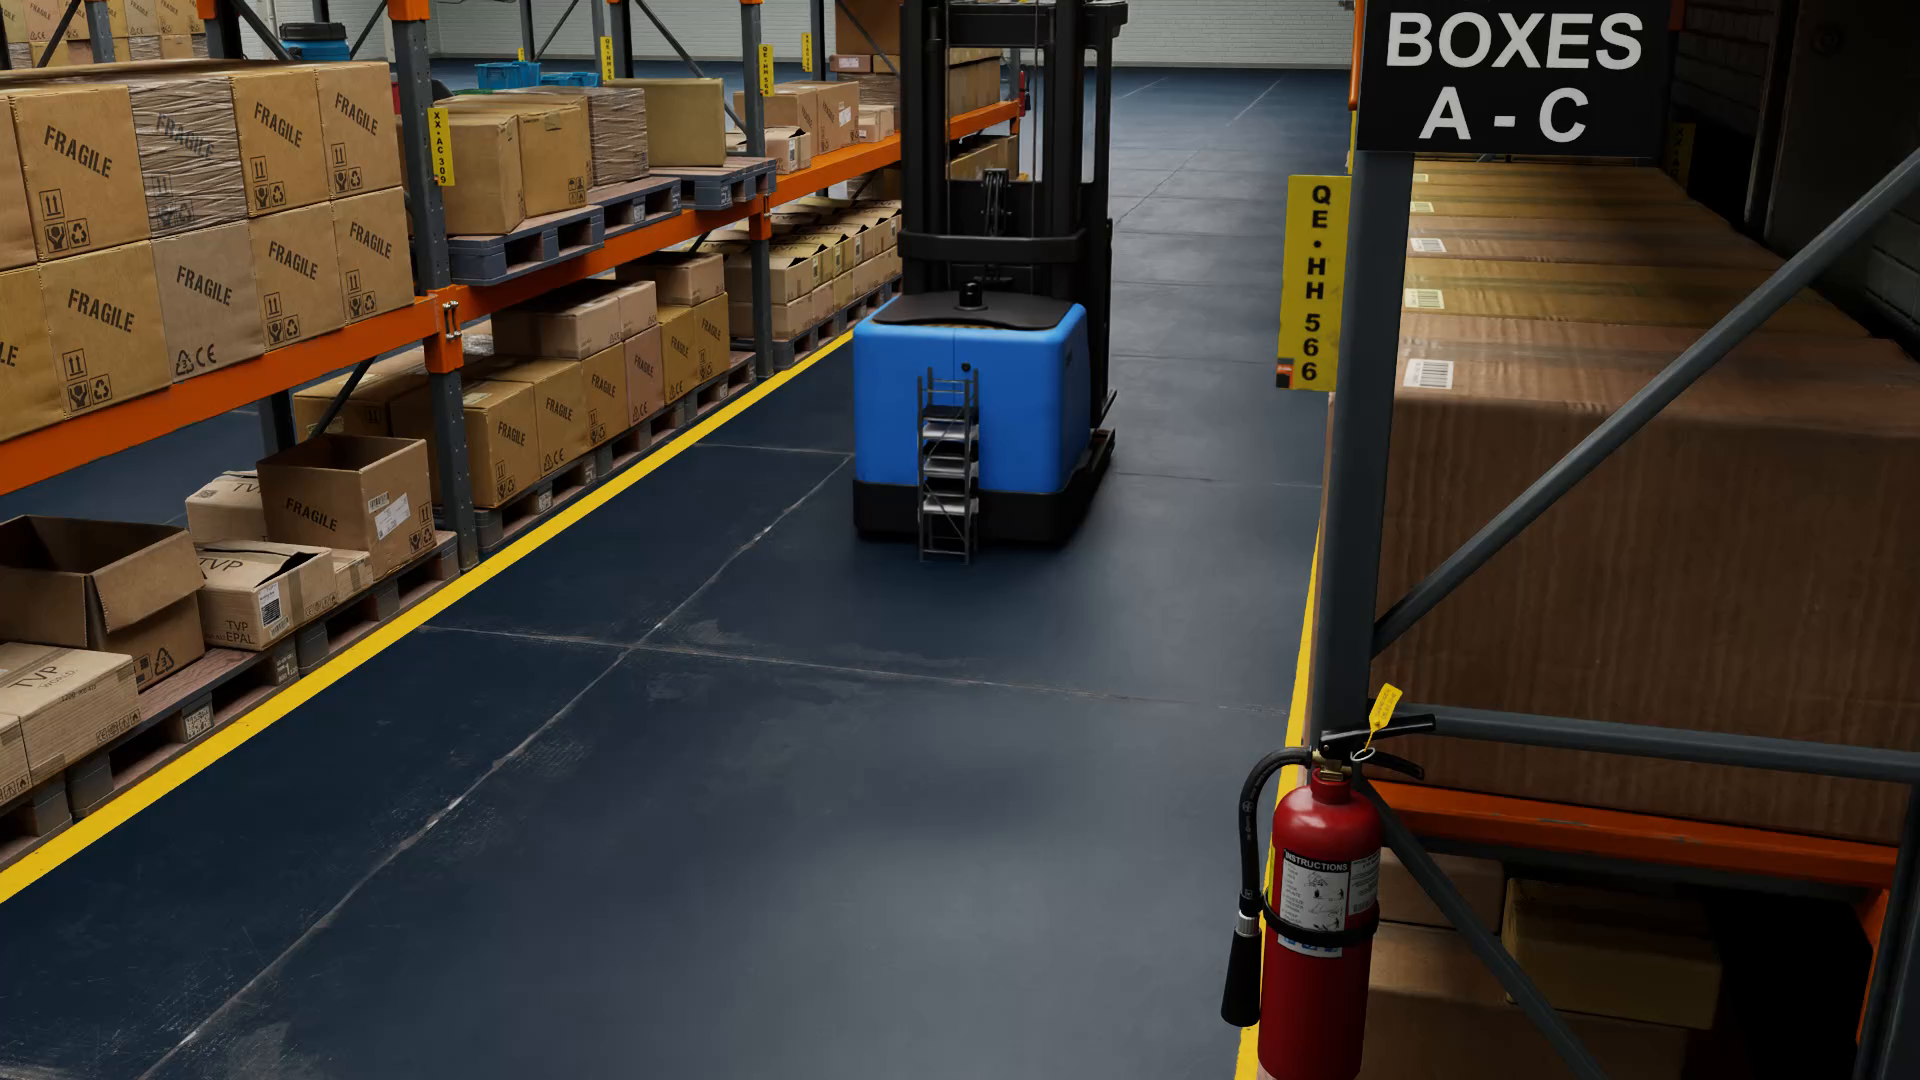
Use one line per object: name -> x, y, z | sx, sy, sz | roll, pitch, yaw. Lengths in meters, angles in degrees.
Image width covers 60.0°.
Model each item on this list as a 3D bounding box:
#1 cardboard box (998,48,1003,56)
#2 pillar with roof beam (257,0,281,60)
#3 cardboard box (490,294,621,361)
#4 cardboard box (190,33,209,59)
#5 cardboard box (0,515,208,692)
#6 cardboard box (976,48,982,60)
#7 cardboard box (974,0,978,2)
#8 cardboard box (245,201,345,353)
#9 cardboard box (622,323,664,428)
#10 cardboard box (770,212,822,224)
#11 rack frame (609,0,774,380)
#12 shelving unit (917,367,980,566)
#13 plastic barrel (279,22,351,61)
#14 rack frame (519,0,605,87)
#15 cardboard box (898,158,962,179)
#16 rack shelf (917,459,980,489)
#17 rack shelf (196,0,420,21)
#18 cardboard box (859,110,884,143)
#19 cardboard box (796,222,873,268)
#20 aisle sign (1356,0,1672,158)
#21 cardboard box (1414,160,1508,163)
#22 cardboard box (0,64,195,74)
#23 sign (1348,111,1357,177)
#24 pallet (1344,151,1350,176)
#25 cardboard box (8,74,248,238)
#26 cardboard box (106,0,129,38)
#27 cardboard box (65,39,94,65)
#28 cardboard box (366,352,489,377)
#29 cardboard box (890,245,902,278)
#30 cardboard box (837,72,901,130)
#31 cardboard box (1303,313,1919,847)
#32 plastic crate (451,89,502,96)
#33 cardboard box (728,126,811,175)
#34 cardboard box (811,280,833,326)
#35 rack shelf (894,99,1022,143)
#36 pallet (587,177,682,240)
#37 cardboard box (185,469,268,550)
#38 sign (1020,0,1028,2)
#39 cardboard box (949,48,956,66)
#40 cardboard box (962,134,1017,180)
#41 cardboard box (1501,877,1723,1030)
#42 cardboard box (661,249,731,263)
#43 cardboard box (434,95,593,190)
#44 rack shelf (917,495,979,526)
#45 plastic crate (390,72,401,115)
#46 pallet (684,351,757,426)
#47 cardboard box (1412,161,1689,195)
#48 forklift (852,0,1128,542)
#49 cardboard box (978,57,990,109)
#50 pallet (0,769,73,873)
cardboard box -> 0.258, -5.303, 17.915 | 0.380, 0.149, 0.250 | 4, 19, 12
pillar with roof beam -> -14.868, -16.915, 43.788 | 9.100, 9.000, 0.400 | 5, 19, 13
cardboard box -> -2.167, -1.149, 8.936 | 0.500, 0.250, 0.500 | 5, 19, 13
cardboard box -> -9.600, -5.885, 20.162 | 0.875, 0.500, 0.500 | 5, 19, 13
cardboard box -> -3.220, 0.240, 6.026 | 0.797, 0.503, 0.637 | 5, 19, 13
cardboard box -> 0.006, -4.980, 16.968 | 0.380, 0.149, 0.250 | 5, 20, 15
cardboard box -> -0.219, -5.260, 16.784 | 0.700, 0.500, 0.500 | 5, 19, 14
cardboard box -> -2.763, -1.031, 6.411 | 0.500, 0.500, 0.500 | 5, 20, 15
cardboard box -> -2.038, -0.963, 9.552 | 0.500, 0.500, 0.500 | 4, 19, 11
cardboard box -> -1.406, -2.564, 13.791 | 0.500, 0.311, 0.500 | 4, 19, 12
rack frame -> -1.788, -2.576, 11.089 | 1.000, 3.000, 0.127 | 5, 19, 13
shelving unit -> -0.054, -0.343, 7.801 | 0.258, 0.900, 0.210 | 4, 19, 11
plastic barrel -> -6.001, -4.362, 15.543 | 0.600, 0.901, 0.708 | 5, 19, 13
rack frame -> -4.636, -5.476, 19.579 | 1.000, 3.000, 0.127 | 5, 19, 13
cardboard box -> -0.279, -3.360, 15.829 | 0.500, 0.500, 0.500 | 5, 19, 13
rack shelf -> -0.054, -0.312, 7.812 | 0.258, 0.077, 0.200 | 4, 19, 11
rack shelf -> -3.254, -1.775, 5.215 | 1.077, 0.370, 4.000 | 5, 19, 13
cardboard box -> -0.848, -3.476, 13.933 | 0.396, 0.266, 0.258 | 4, 19, 12
cardboard box -> -1.003, -2.366, 13.211 | 0.500, 0.311, 0.500 | 4, 19, 13
aisle sign -> 0.753, -0.910, 2.190 | 0.394, 0.787, 0.004 | 5, 19, 13
cardboard box -> 1.907, -1.295, 6.691 | 0.500, 0.500, 0.500 | 4, 19, 13
cardboard box -> -3.279, -1.556, 6.400 | 0.500, 0.500, 0.500 | 4, 19, 12
sign -> 1.510, -1.483, 6.219 | 0.100, 0.325, 0.005 | 5, 19, 13
pallet -> 3.087, -2.327, 10.657 | 1.213, 0.211, 1.003 | 5, 19, 13
cardboard box -> -2.884, -1.345, 5.784 | 0.500, 0.500, 0.500 | 5, 19, 14
cardboard box -> -9.705, -5.867, 18.562 | 0.500, 0.500, 0.500 | 5, 19, 13
cardboard box -> -10.065, -5.256, 18.321 | 0.875, 0.500, 0.500 | 5, 19, 13
cardboard box -> -2.794, -0.679, 8.723 | 0.500, 0.500, 0.500 | 5, 19, 14
cardboard box -> -0.756, -2.416, 14.225 | 0.500, 0.250, 0.500 | 4, 19, 13
cardboard box -> -0.709, -4.017, 15.153 | 0.700, 0.500, 0.500 | 4, 19, 12
cardboard box -> 1.177, 0.019, 3.028 | 0.980, 0.700, 0.700 | 6, 20, 16
plastic crate -> -5.008, -4.525, 17.123 | 0.450, 0.188, 0.662 | 5, 19, 13
cardboard box -> -1.382, -2.799, 11.880 | 0.500, 0.311, 0.500 | 4, 19, 13
cardboard box -> -1.253, -1.772, 12.340 | 0.500, 0.250, 0.500 | 4, 19, 12
rack shelf -> -0.322, -4.116, 16.712 | 1.077, 0.370, 4.000 | 5, 19, 13
pallet -> -2.259, -1.876, 9.335 | 1.003, 0.211, 1.213 | 5, 19, 13
cardboard box -> -3.078, -0.144, 7.447 | 0.500, 0.311, 0.500 | 5, 19, 13
sign -> 0.689, -5.697, 18.067 | 0.100, 0.325, 0.005 | 5, 19, 13
cardboard box -> -0.246, -4.657, 16.024 | 0.380, 0.149, 0.250 | 4, 19, 12
cardboard box -> 0.324, -4.145, 18.125 | 0.500, 0.500, 0.500 | 5, 19, 13
cardboard box -> 1.299, 0.826, 3.342 | 0.380, 0.149, 0.250 | 5, 19, 14
cardboard box -> -1.899, -1.923, 11.913 | 0.500, 0.311, 0.500 | 5, 20, 15
cardboard box -> -2.394, -2.127, 8.970 | 0.700, 0.500, 0.500 | 0, 19, -1
rack shelf -> -0.054, -0.142, 7.870 | 0.258, 0.077, 0.200 | 4, 19, 11
plastic crate -> -5.435, -4.077, 15.383 | 0.402, 0.464, 0.583 | 5, 19, 13
pallet -> -2.007, -1.026, 10.864 | 1.003, 0.211, 1.213 | 5, 19, 13
cardboard box -> 1.891, -0.906, 5.735 | 0.980, 0.700, 0.700 | 5, 19, 14
forklift -> 0.283, -1.818, 8.975 | 1.130, 2.935, 3.031 | 4, 19, 11
cardboard box -> -0.084, -4.821, 17.506 | 0.700, 0.500, 0.500 | 5, 20, 15
pallet -> -3.530, 0.977, 5.001 | 1.003, 0.211, 1.213 | 5, 19, 13
